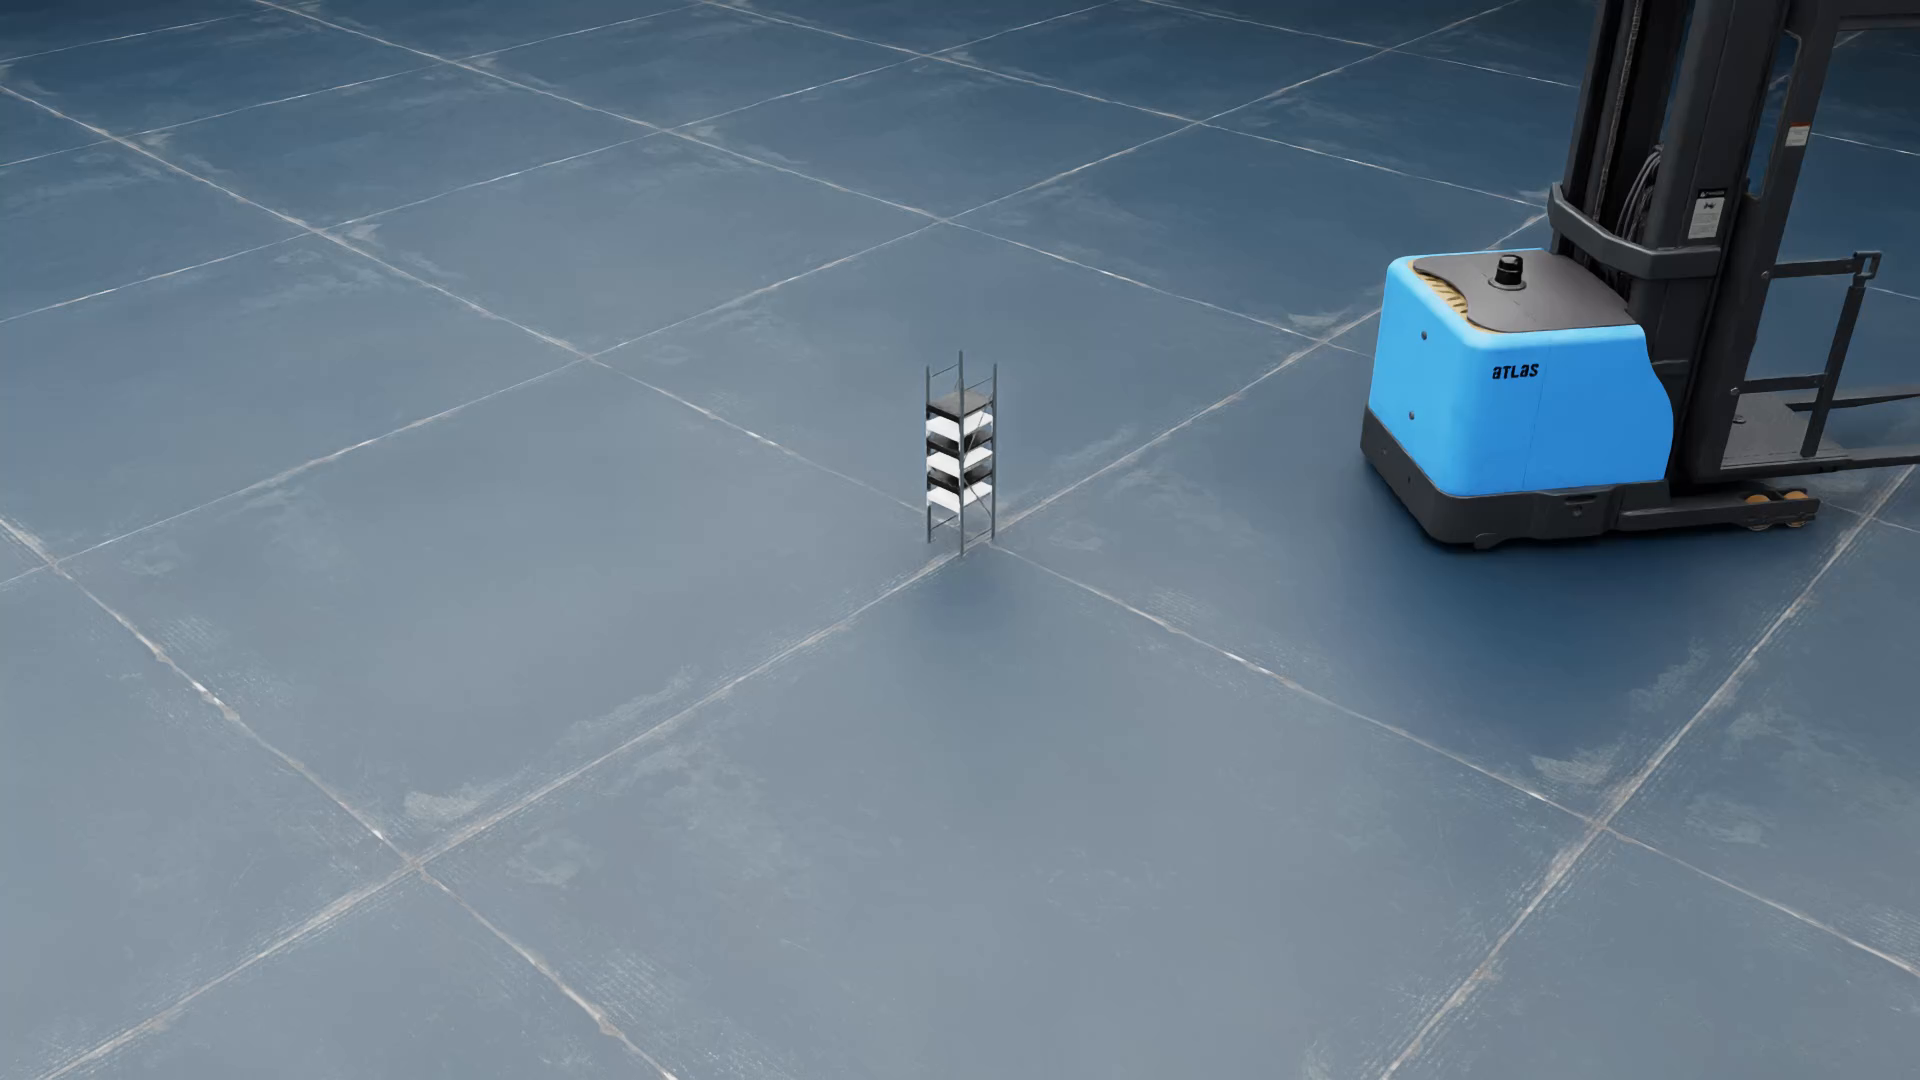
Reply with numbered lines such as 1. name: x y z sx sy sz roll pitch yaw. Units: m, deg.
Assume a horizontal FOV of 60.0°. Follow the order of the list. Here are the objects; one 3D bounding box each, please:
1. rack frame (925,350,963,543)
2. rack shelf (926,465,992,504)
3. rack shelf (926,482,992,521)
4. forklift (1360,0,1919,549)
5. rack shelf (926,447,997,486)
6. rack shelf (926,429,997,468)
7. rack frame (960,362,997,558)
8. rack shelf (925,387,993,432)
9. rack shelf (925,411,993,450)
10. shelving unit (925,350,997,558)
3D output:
1. rack frame: -0.069 -0.418 7.572 0.006 0.900 0.240 25 39 35
2. rack shelf: 0.006 -0.277 7.577 0.200 0.077 0.258 25 39 35
3. rack shelf: 0.006 -0.200 7.623 0.200 0.077 0.258 25 39 35
4. forklift: 3.581 -1.565 7.507 3.031 2.935 1.130 -5 31 -8
5. rack shelf: 0.006 -0.354 7.530 0.200 0.077 0.258 25 39 35
6. rack shelf: 0.006 -0.431 7.484 0.200 0.077 0.258 25 39 35
7. rack frame: 0.081 -0.348 7.455 0.006 0.900 0.240 25 39 35
8. rack shelf: 0.006 -0.585 7.391 0.200 0.077 0.258 25 39 35
9. rack shelf: 0.006 -0.508 7.438 0.200 0.077 0.258 25 39 35
10. shelving unit: 0.006 -0.383 7.513 0.210 0.900 0.258 25 39 35
